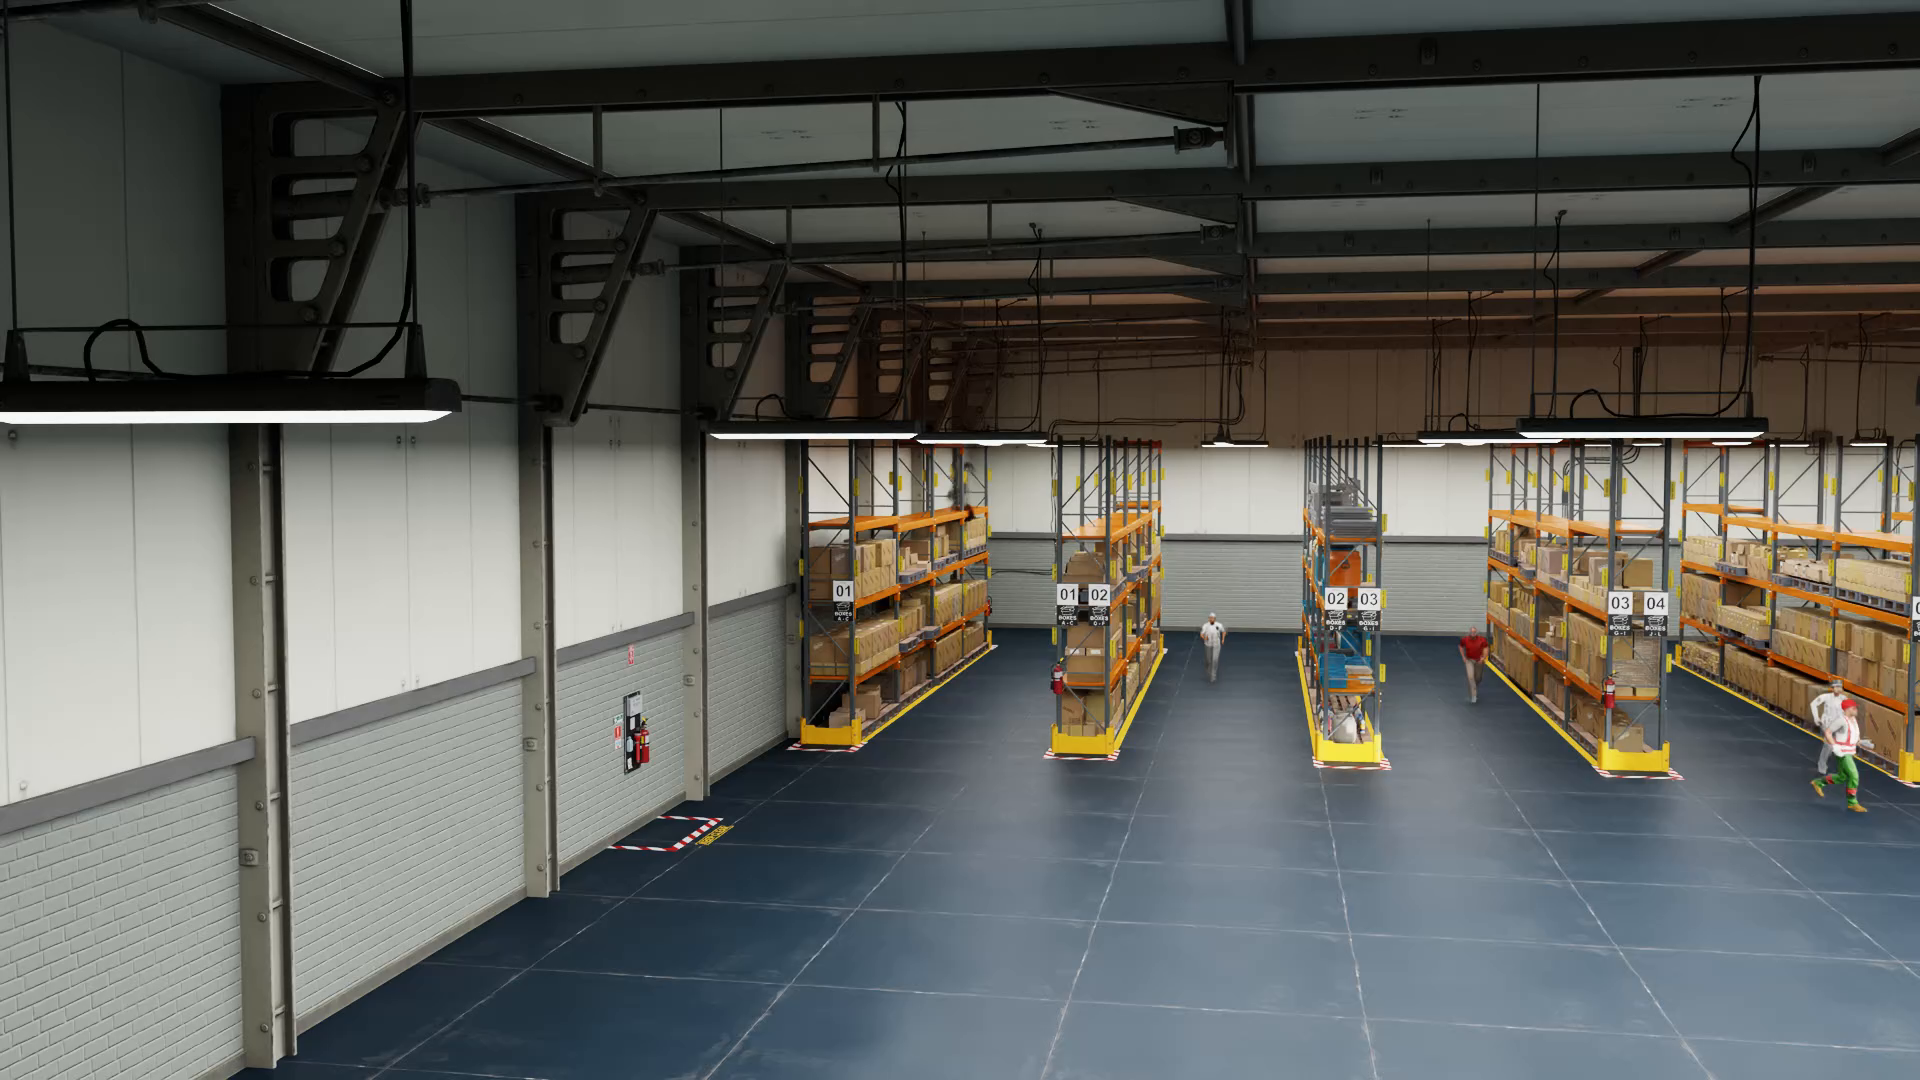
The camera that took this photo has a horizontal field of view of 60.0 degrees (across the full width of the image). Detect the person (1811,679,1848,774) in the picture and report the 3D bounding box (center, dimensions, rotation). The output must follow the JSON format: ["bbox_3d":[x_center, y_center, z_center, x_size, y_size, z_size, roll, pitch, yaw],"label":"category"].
[{"bbox_3d":[15.470,3.325,29.499,0.638,1.752,0.634,0,3,5],"label":"person"}]

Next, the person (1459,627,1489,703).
[{"bbox_3d":[11.782,2.838,38.141,0.663,1.733,1.033,1,3,13],"label":"person"}]

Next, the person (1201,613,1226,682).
[{"bbox_3d":[6.318,2.659,41.527,0.615,1.677,0.906,1,3,12],"label":"person"}]

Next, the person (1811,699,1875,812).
[{"bbox_3d":[14.051,3.406,26.580,0.633,1.763,0.910,-3,4,-40],"label":"person"}]
